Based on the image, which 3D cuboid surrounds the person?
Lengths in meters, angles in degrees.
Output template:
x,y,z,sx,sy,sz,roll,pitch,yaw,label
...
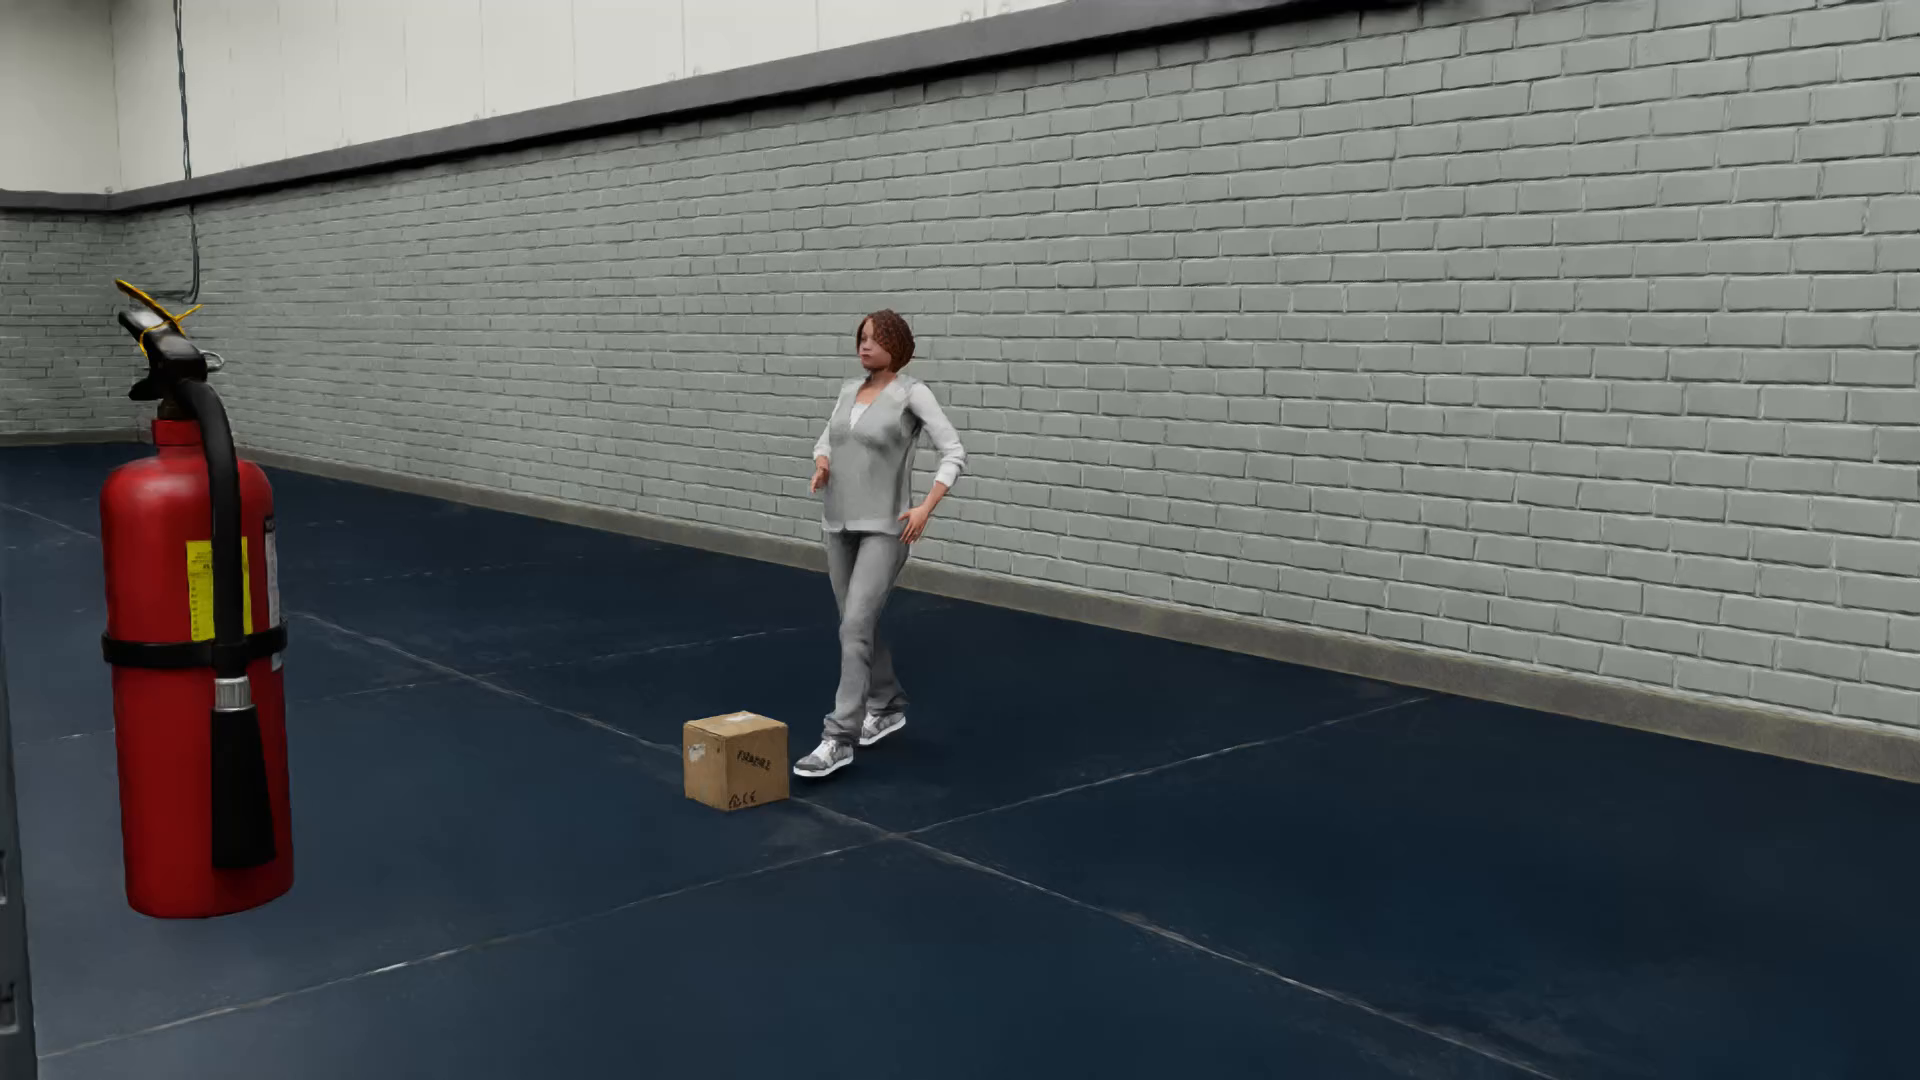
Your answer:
x,y,z,sx,sy,sz,roll,pitch,yaw,label
-0.366,-0.008,5.808,0.586,1.585,0.701,6,9,36,person
